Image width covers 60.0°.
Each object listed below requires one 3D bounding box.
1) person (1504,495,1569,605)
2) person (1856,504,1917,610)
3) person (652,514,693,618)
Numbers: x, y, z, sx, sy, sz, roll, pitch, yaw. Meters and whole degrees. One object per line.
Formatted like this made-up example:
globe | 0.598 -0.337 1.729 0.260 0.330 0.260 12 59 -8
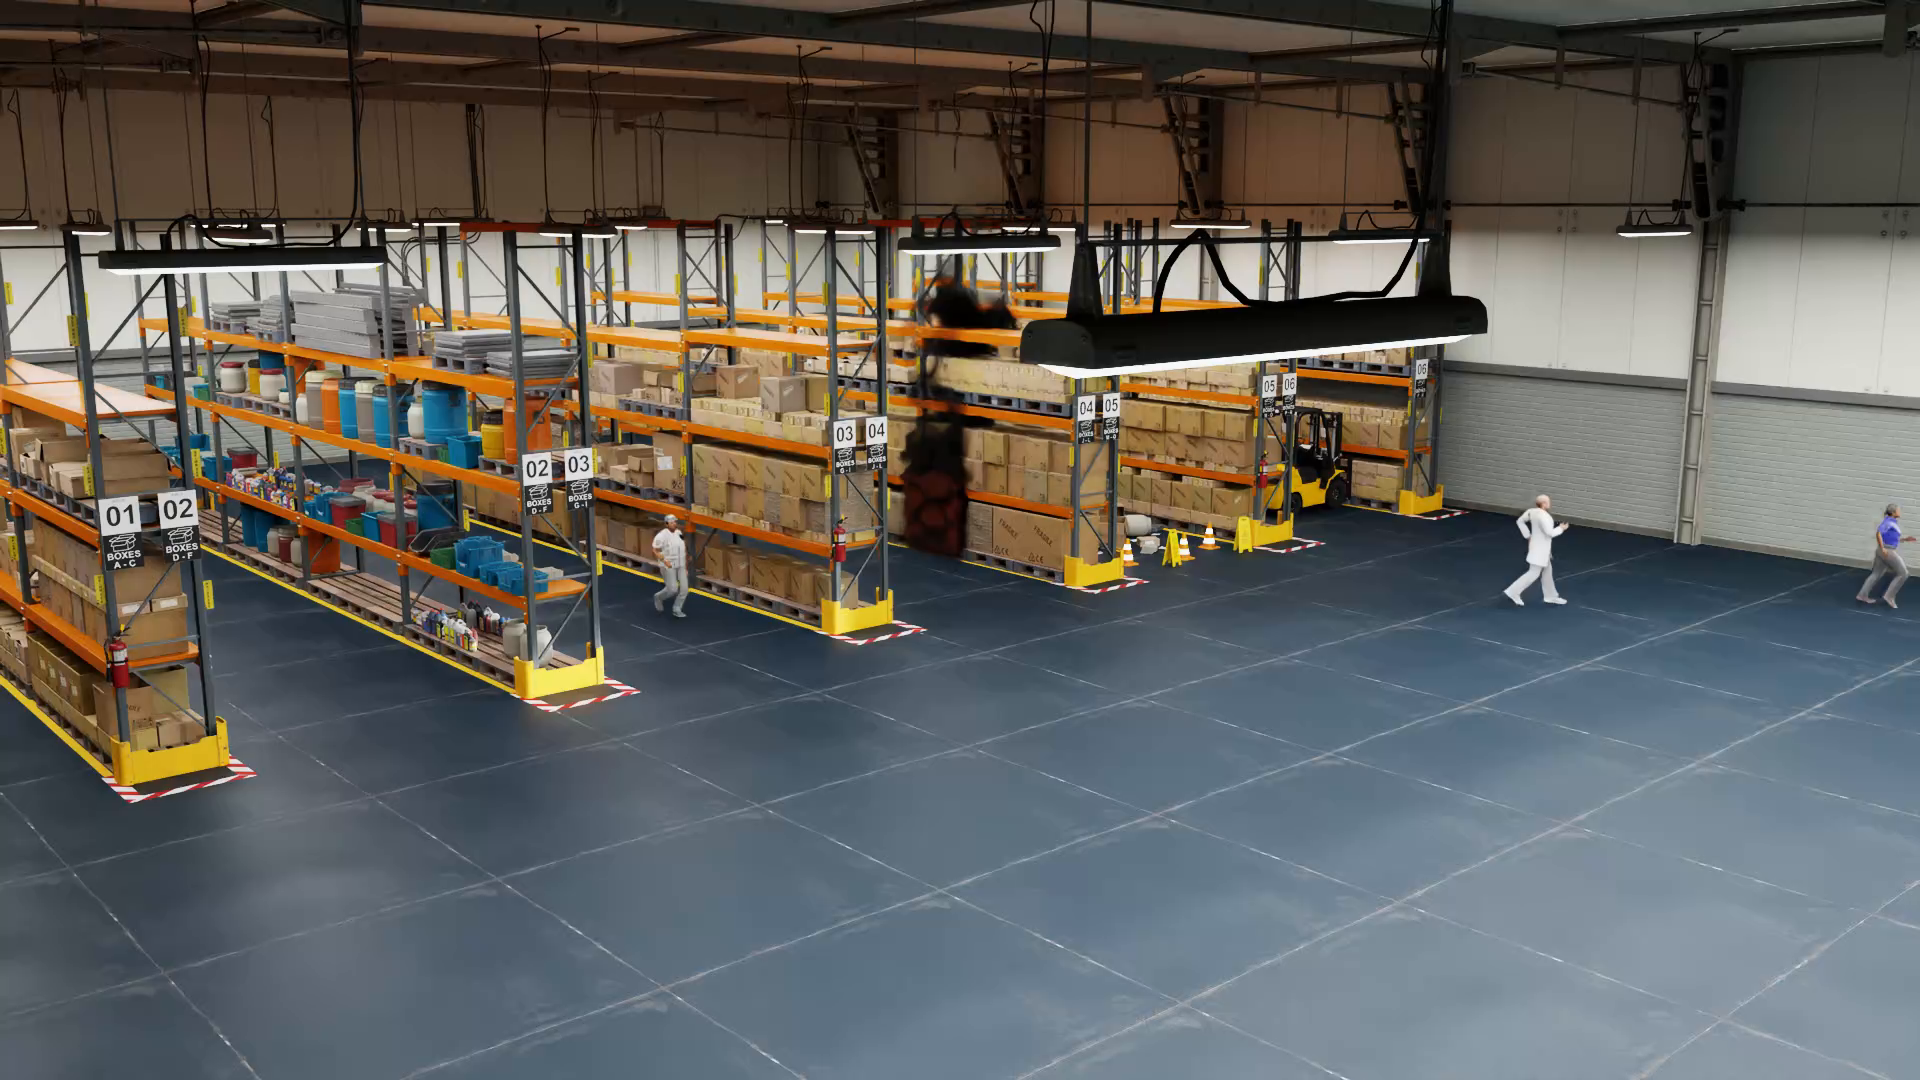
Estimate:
person | 9.174 0.159 26.343 1.047 1.766 0.710 0 11 1
person | 14.761 0.259 26.430 0.780 1.689 0.563 3 12 14
person | -4.467 0.394 25.843 0.565 1.618 0.624 11 16 42
